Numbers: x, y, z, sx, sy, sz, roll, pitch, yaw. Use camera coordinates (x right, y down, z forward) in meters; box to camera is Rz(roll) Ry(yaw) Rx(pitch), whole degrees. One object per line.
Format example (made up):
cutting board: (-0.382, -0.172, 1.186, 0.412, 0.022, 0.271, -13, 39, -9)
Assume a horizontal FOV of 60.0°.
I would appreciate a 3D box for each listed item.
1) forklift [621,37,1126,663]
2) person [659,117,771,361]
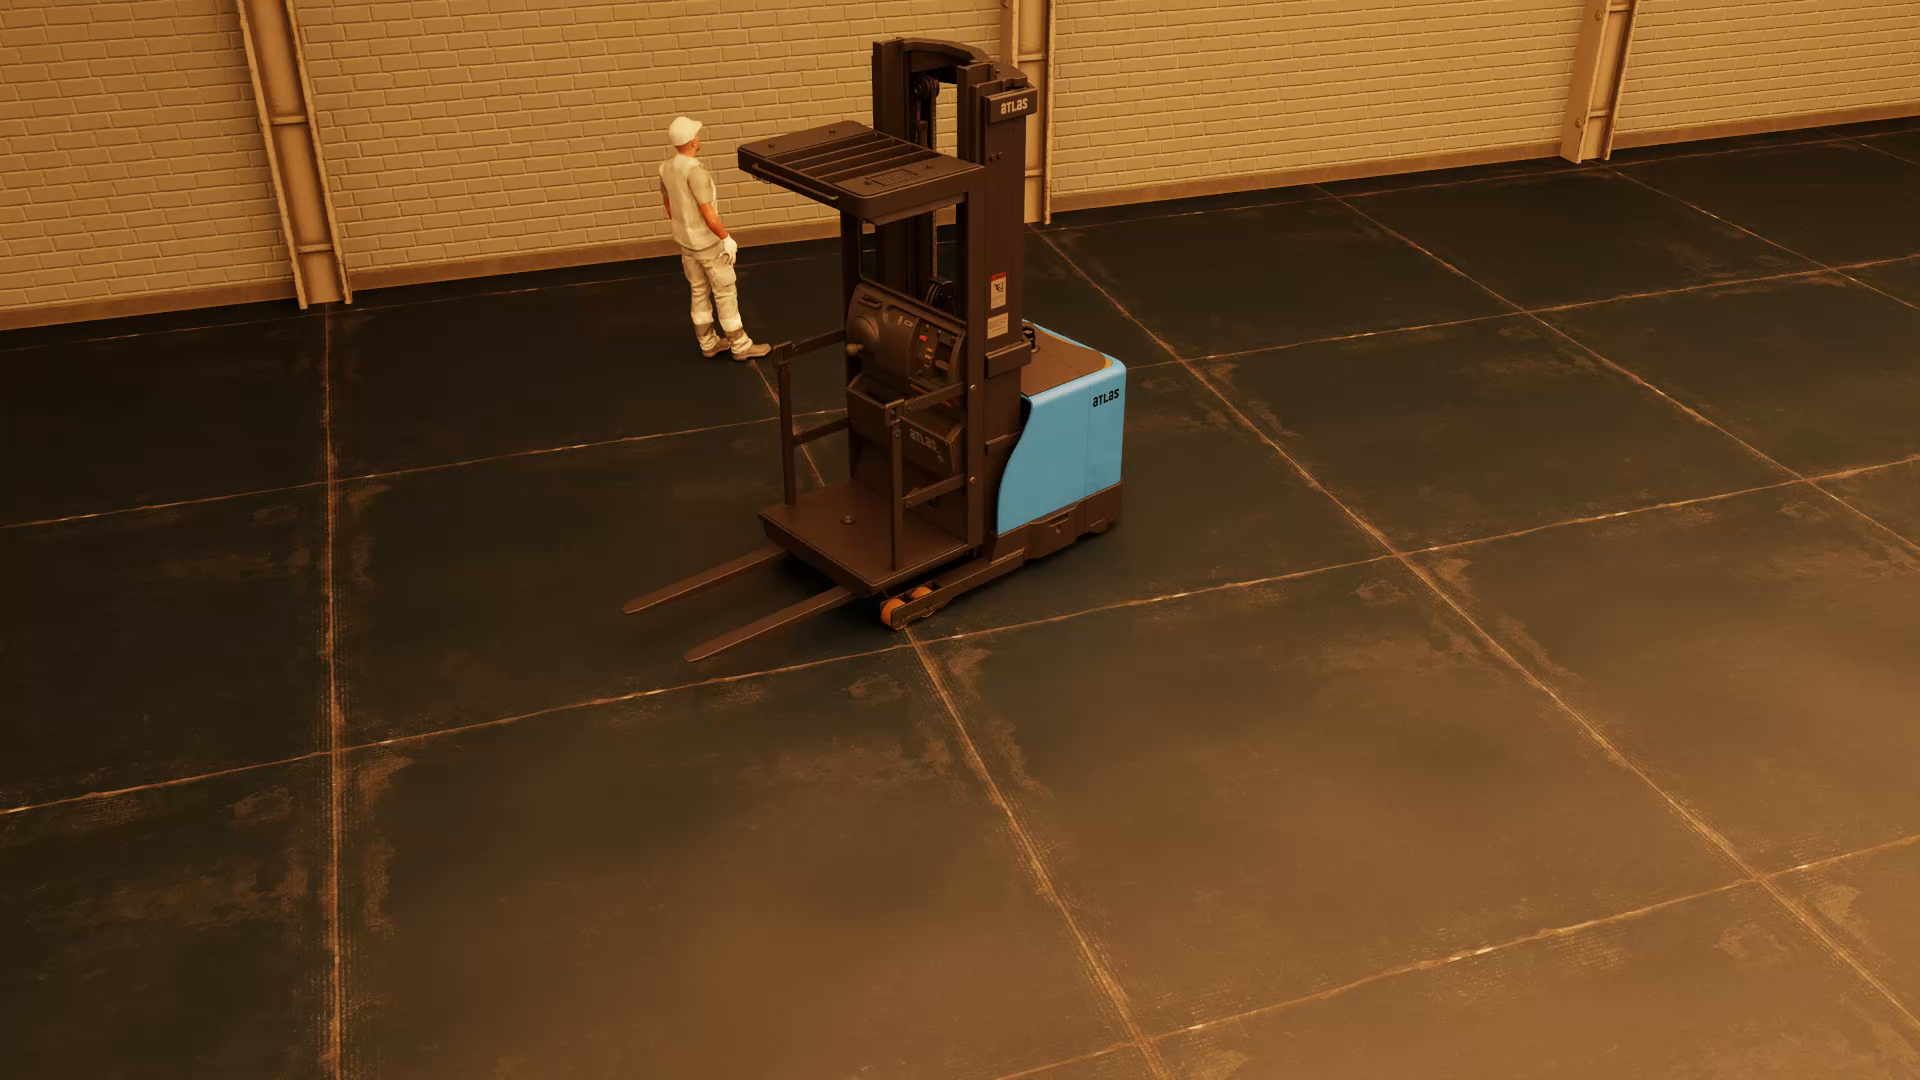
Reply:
forklift: (-0.461, -1.072, 8.951, 3.031, 2.935, 1.130, -23, 37, -34)
person: (-1.800, -2.182, 12.008, 0.564, 1.789, 0.638, -25, 38, -37)
